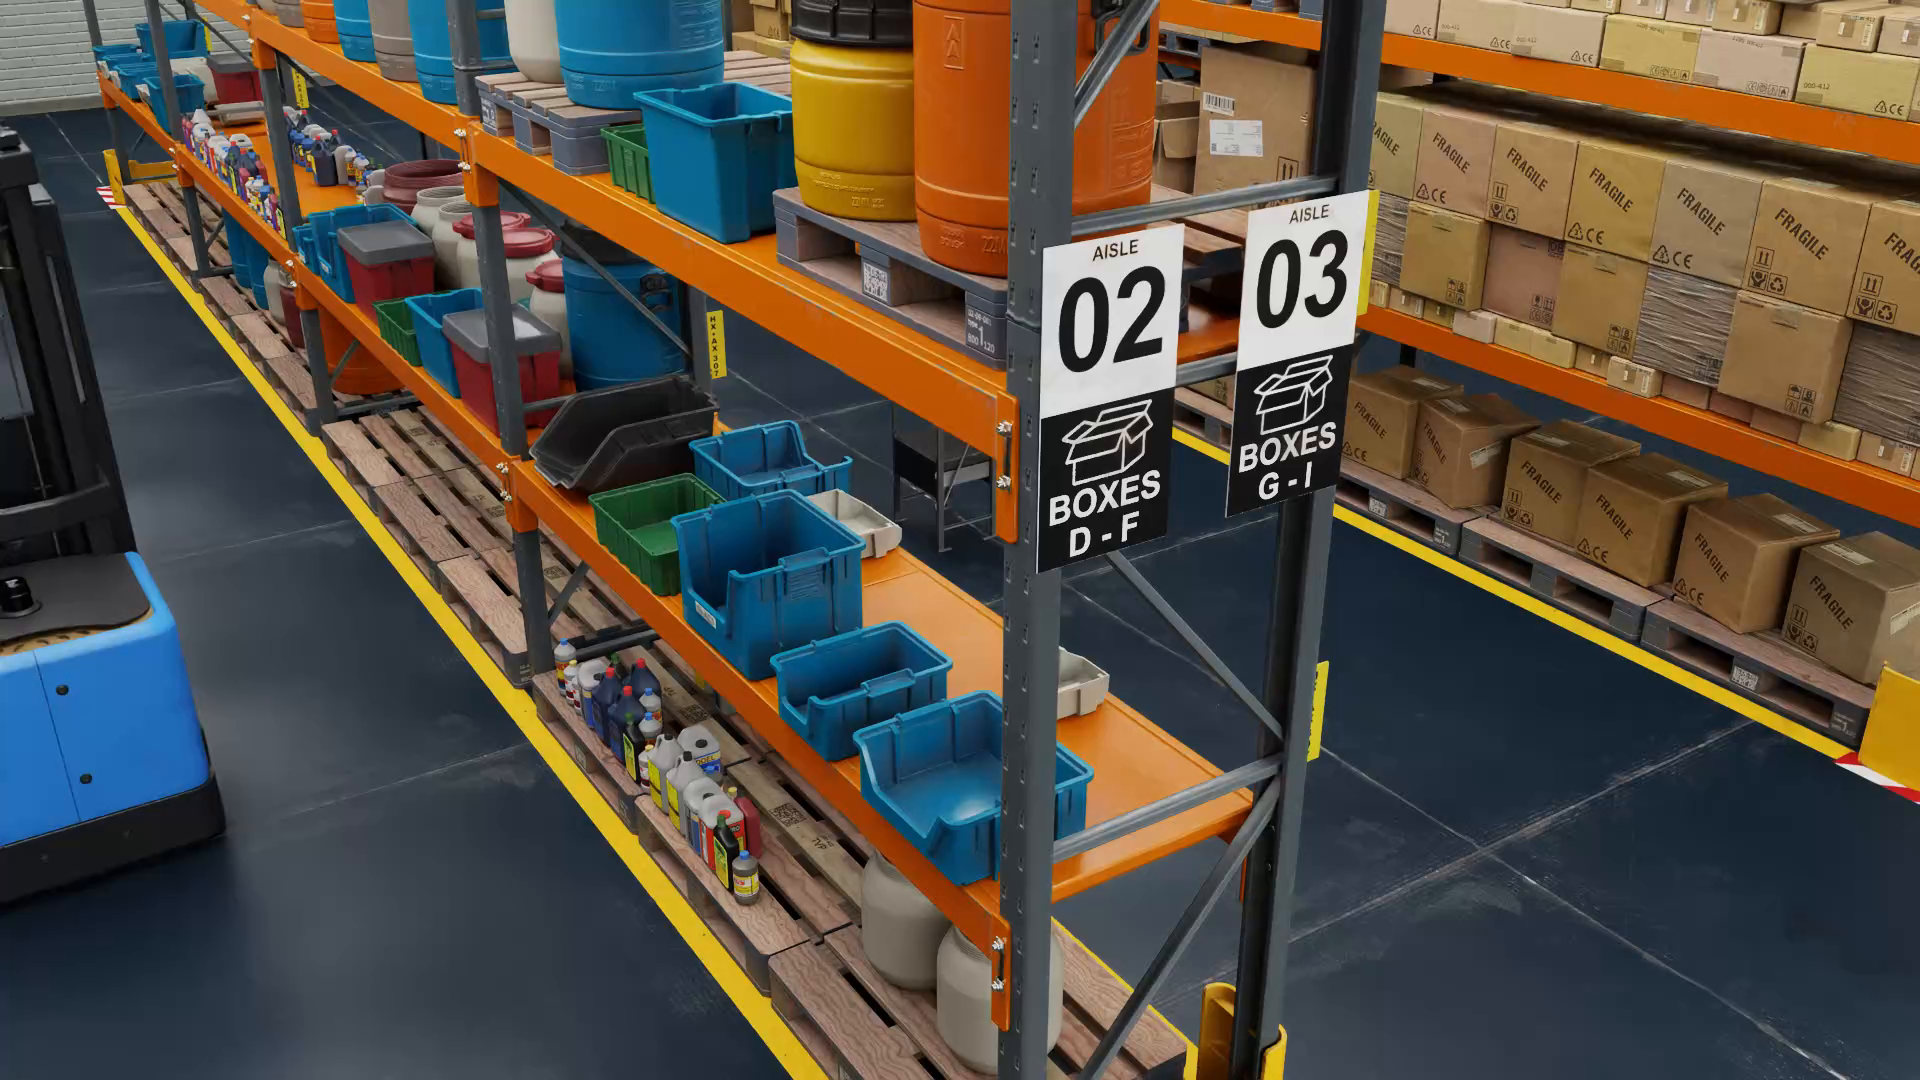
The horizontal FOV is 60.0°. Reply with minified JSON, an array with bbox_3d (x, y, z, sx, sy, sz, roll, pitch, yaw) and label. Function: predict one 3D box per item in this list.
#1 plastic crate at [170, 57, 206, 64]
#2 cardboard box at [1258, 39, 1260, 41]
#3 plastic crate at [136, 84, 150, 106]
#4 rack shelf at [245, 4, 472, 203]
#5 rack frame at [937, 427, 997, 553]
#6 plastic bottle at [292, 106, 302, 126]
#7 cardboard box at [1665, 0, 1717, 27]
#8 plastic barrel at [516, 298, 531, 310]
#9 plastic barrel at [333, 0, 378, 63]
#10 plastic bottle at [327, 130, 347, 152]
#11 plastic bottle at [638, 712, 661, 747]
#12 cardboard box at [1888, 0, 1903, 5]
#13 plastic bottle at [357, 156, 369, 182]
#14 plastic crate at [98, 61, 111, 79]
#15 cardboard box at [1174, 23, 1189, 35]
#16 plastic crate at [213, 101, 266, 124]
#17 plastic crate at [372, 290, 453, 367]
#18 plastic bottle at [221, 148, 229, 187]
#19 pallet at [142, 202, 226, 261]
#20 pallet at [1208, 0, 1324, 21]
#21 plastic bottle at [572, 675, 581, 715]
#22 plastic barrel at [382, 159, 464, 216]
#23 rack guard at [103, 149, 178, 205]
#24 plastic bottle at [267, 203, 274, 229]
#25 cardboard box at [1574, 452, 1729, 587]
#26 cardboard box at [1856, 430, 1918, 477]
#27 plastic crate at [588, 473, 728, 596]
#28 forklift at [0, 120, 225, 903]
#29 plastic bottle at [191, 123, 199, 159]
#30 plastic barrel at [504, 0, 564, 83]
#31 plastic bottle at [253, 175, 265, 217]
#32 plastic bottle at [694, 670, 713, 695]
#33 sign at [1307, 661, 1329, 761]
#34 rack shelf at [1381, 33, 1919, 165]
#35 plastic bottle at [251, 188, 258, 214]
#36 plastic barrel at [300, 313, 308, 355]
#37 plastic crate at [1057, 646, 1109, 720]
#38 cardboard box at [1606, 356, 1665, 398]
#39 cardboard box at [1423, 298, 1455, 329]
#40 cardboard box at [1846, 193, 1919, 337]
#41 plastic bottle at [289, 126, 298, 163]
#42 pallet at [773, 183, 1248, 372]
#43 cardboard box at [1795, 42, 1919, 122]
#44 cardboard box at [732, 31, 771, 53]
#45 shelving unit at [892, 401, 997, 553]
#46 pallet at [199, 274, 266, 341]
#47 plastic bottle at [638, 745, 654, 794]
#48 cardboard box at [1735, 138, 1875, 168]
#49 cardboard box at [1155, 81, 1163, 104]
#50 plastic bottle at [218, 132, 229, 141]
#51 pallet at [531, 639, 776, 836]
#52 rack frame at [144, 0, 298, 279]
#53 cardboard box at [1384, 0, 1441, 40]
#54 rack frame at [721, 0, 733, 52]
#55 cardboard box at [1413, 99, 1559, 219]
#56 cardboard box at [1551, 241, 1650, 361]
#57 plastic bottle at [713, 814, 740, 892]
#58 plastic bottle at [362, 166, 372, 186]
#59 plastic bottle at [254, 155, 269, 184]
[{"bbox_3d":[-7.581,-4.623,16.267,0.396,0.136,0.243,-16,29,-30],"label":"plastic crate"},{"bbox_3d":[3.200,-4.982,16.593,0.380,0.149,0.250,-15,29,-28],"label":"cardboard box"},{"bbox_3d":[-7.196,-3.994,14.936,0.293,0.136,0.466,-16,29,-30],"label":"plastic crate"},{"bbox_3d":[-2.719,-2.418,8.688,1.077,0.370,4.000,-16,29,-30],"label":"rack shelf"},{"bbox_3d":[0.043,-0.921,9.242,0.400,2.100,0.015,-16,29,-30],"label":"rack frame"},{"bbox_3d":[-5.218,-3.259,13.197,0.144,0.351,0.185,-16,29,-30],"label":"plastic bottle"},{"bbox_3d":[3.479,-2.467,7.657,0.380,0.149,0.250,-17,30,-32],"label":"cardboard box"},{"bbox_3d":[-2.221,-1.119,8.768,0.301,0.262,0.301,0,25,0],"label":"plastic barrel"},{"bbox_3d":[-2.800,-2.854,8.182,0.600,0.901,0.708,-16,29,-30],"label":"plastic barrel"},{"bbox_3d":[-4.617,-2.865,12.362,0.144,0.351,0.185,-16,29,-30],"label":"plastic bottle"},{"bbox_3d":[-1.319,0.860,7.096,0.097,0.271,0.097,0,25,0],"label":"plastic bottle"},{"bbox_3d":[4.230,-2.396,7.506,0.380,0.149,0.250,-16,29,-30],"label":"cardboard box"},{"bbox_3d":[-4.267,-2.618,11.933,0.097,0.271,0.097,0,25,0],"label":"plastic bottle"},{"bbox_3d":[-8.213,-4.573,16.162,0.250,0.136,0.298,-16,29,-30],"label":"plastic crate"},{"bbox_3d":[2.486,-5.448,17.578,0.380,0.149,0.250,-15,29,-29],"label":"cardboard box"},{"bbox_3d":[-6.128,-3.641,14.188,0.396,0.136,0.243,-16,29,-30],"label":"plastic crate"},{"bbox_3d":[-2.814,-1.133,8.885,0.450,0.188,0.662,-16,29,-30],"label":"plastic crate"},{"bbox_3d":[-5.335,-2.724,12.157,0.097,0.271,0.097,0,25,0],"label":"plastic bottle"},{"bbox_3d":[-7.098,-2.963,15.780,1.003,0.211,1.213,-16,29,-30],"label":"pallet"},{"bbox_3d":[2.275,-3.343,10.025,1.213,0.211,1.003,-16,29,-30],"label":"pallet"},{"bbox_3d":[-1.709,0.683,7.551,0.097,0.201,0.097,0,25,0],"label":"plastic bottle"},{"bbox_3d":[-3.303,-2.069,10.459,0.600,0.536,0.708,-16,29,-30],"label":"plastic barrel"},{"bbox_3d":[-8.202,-3.839,17.297,1.175,0.500,0.348,-16,29,-30],"label":"rack guard"},{"bbox_3d":[-4.562,-2.186,11.100,0.097,0.201,0.097,0,25,0],"label":"plastic bottle"},{"bbox_3d":[3.699,-0.116,8.919,0.500,0.500,0.500,-13,28,-25],"label":"cardboard box"},{"bbox_3d":[4.242,-0.425,7.432,0.380,0.149,0.250,-16,29,-30],"label":"cardboard box"},{"bbox_3d":[-1.122,-0.025,6.537,0.450,0.188,0.662,-16,29,-30],"label":"plastic crate"},{"bbox_3d":[-4.355,-0.446,7.261,1.130,2.935,3.031,-16,30,-31],"label":"forklift"},{"bbox_3d":[-5.947,-3.125,13.007,0.097,0.271,0.097,0,25,0],"label":"plastic bottle"},{"bbox_3d":[-1.556,-2.069,6.483,0.421,0.512,0.421,0,25,0],"label":"plastic barrel"},{"bbox_3d":[-4.775,-2.357,11.380,0.097,0.271,0.097,0,25,0],"label":"plastic bottle"},{"bbox_3d":[-1.154,0.524,7.715,0.144,0.351,0.185,-16,29,-30],"label":"plastic bottle"},{"bbox_3d":[1.020,0.507,4.838,0.100,0.325,0.005,-16,29,-30],"label":"sign"},{"bbox_3d":[3.615,-2.142,8.103,1.077,0.370,4.000,-16,29,-30],"label":"rack shelf"},{"bbox_3d":[-4.828,-2.360,11.469,0.097,0.201,0.097,0,25,0],"label":"plastic bottle"},{"bbox_3d":[-4.475,-1.520,11.878,0.421,0.512,0.421,0,25,0],"label":"plastic barrel"},{"bbox_3d":[0.338,0.483,5.522,0.298,0.136,0.250,-16,29,-30],"label":"plastic crate"},{"bbox_3d":[3.471,-0.848,8.326,0.380,0.149,0.250,-16,29,-30],"label":"cardboard box"},{"bbox_3d":[2.818,-1.303,9.291,0.380,0.149,0.250,-16,29,-30],"label":"cardboard box"},{"bbox_3d":[4.199,-1.167,7.071,0.500,0.500,0.500,-16,29,-30],"label":"cardboard box"},{"bbox_3d":[-5.128,-3.063,12.875,0.097,0.271,0.097,0,25,0],"label":"plastic bottle"},{"bbox_3d":[0.187,-0.831,4.704,1.003,0.211,1.213,-16,29,-30],"label":"pallet"},{"bbox_3d":[3.956,-1.975,7.083,0.500,0.250,0.500,-15,29,-29],"label":"cardboard box"},{"bbox_3d":[-1.802,-4.510,15.673,0.500,0.500,0.500,-15,29,-29],"label":"cardboard box"},{"bbox_3d":[-0.090,-1.009,9.427,0.431,2.100,0.503,-16,29,-30],"label":"shelving unit"},{"bbox_3d":[-5.608,-1.987,13.711,1.003,0.211,1.213,-16,29,-30],"label":"pallet"},{"bbox_3d":[-1.296,0.954,6.978,0.097,0.201,0.097,0,25,0],"label":"plastic bottle"},{"bbox_3d":[4.094,-1.647,8.088,0.500,0.500,0.500,-16,29,-30],"label":"cardboard box"},{"bbox_3d":[1.056,-3.132,12.262,0.700,0.500,0.500,-11,27,-22],"label":"cardboard box"},{"bbox_3d":[-5.766,-3.094,13.023,0.097,0.201,0.097,0,25,0],"label":"plastic bottle"},{"bbox_3d":[-1.295,0.839,7.726,1.003,0.211,1.213,-16,29,-30],"label":"pallet"},{"bbox_3d":[-5.994,-3.533,13.721,1.000,3.000,0.127,-16,29,-30],"label":"rack frame"},{"bbox_3d":[2.554,-2.894,9.029,0.500,0.250,0.500,-17,30,-32],"label":"cardboard box"},{"bbox_3d":[-1.844,-4.688,16.166,1.000,3.000,0.127,-16,29,-30],"label":"rack frame"},{"bbox_3d":[2.830,-2.059,8.962,0.500,0.500,0.500,-16,29,-30],"label":"cardboard box"},{"bbox_3d":[3.556,-1.300,8.524,0.875,0.500,0.500,-16,29,-30],"label":"cardboard box"},{"bbox_3d":[-0.892,1.196,6.370,0.061,0.283,0.133,-15,29,-28],"label":"plastic bottle"},{"bbox_3d":[-4.120,-2.474,11.627,0.097,0.271,0.097,0,25,0],"label":"plastic bottle"},{"bbox_3d":[-4.993,-2.604,11.888,0.061,0.283,0.133,-16,29,-30],"label":"plastic bottle"}]
